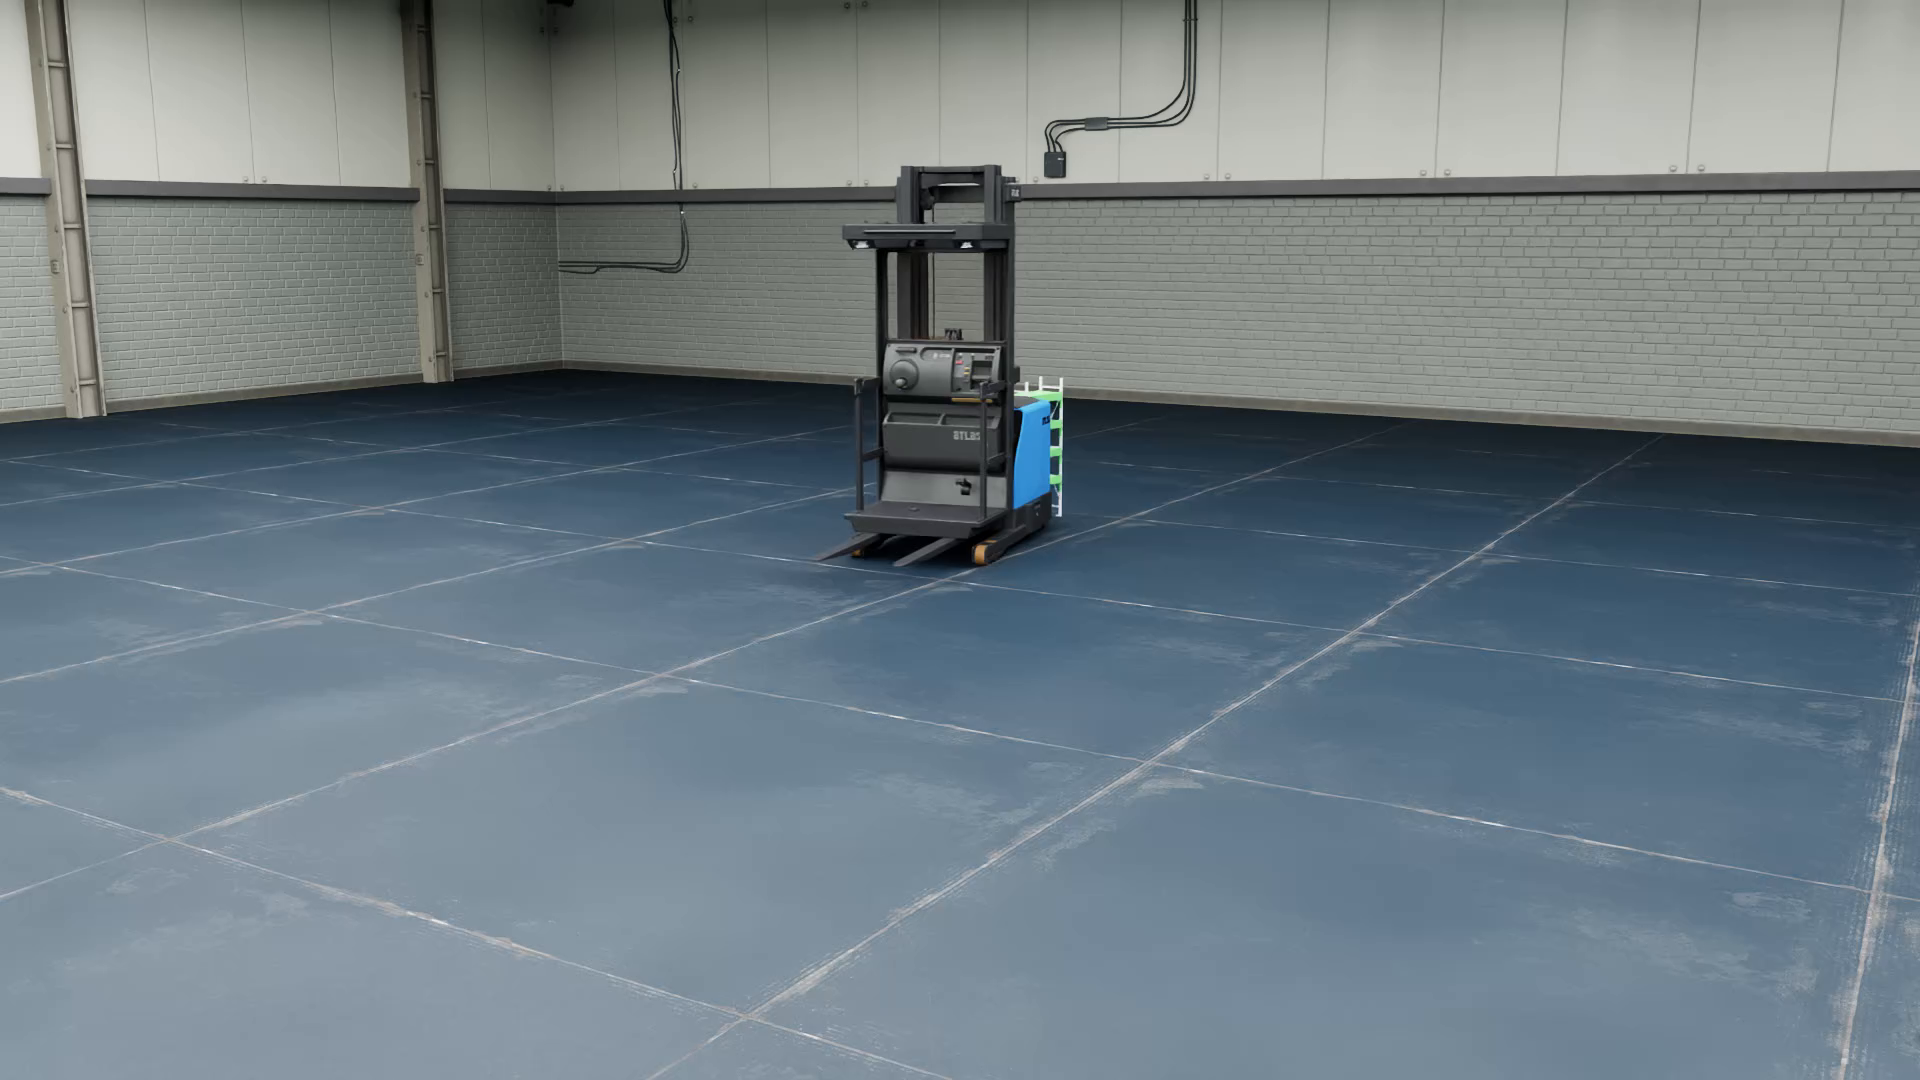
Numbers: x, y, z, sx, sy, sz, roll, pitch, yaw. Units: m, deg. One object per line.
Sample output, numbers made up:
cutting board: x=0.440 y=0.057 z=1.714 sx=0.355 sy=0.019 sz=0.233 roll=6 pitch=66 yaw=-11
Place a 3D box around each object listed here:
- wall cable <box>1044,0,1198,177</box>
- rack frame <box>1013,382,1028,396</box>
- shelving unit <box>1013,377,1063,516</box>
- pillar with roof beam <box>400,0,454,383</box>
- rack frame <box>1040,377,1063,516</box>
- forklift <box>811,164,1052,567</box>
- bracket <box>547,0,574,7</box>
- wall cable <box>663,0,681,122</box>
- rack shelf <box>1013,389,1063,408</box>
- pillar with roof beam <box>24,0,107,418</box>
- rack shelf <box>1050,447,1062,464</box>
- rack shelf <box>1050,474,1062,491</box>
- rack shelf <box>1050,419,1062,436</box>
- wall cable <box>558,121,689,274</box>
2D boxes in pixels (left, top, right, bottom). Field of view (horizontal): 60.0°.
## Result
wall cable: x=2.222 y=-8.117 z=23.029 sx=2.305 sy=6.003 sz=0.169 roll=6 pitch=12 yaw=31
rack frame: x=0.474 y=-0.741 z=14.067 sx=0.240 sy=1.200 sz=0.015 roll=9 pitch=14 yaw=39
shelving unit: x=0.630 y=-0.776 z=14.251 sx=0.258 sy=1.200 sz=0.503 roll=9 pitch=14 yaw=39
pillar with roof beam: x=-4.864 y=-6.607 z=24.203 sx=9.100 sy=9.000 sz=0.548 roll=6 pitch=12 yaw=31
rack frame: x=0.786 y=-0.810 z=14.435 sx=0.240 sy=1.200 sz=0.015 roll=9 pitch=14 yaw=39
forklift: x=-0.207 y=-1.328 z=12.496 sx=1.130 sy=2.935 sz=3.031 roll=4 pitch=11 yaw=19
bracket: x=-6.794 y=-9.191 z=28.227 sx=0.235 sy=0.232 sz=0.430 roll=6 pitch=12 yaw=31
wall cable: x=-3.571 y=-8.053 z=26.641 sx=3.097 sy=2.526 sz=0.112 roll=6 pitch=12 yaw=31
rack shelf: x=0.630 y=-1.185 z=14.174 sx=0.258 sy=0.148 sz=0.480 roll=9 pitch=14 yaw=39
pillar with roof beam: x=-7.979 y=-5.663 z=19.163 sx=9.100 sy=9.000 sz=0.400 roll=6 pitch=12 yaw=31
rack shelf: x=0.630 y=-0.713 z=14.263 sx=0.258 sy=0.148 sz=0.480 roll=9 pitch=14 yaw=39
rack shelf: x=0.630 y=-0.477 z=14.307 sx=0.258 sy=0.148 sz=0.480 roll=9 pitch=14 yaw=39
rack shelf: x=0.630 y=-0.949 z=14.218 sx=0.258 sy=0.148 sz=0.480 roll=9 pitch=14 yaw=39
wall cable: x=-5.884 y=-5.829 z=28.486 sx=3.097 sy=2.526 sz=0.112 roll=6 pitch=12 yaw=31
